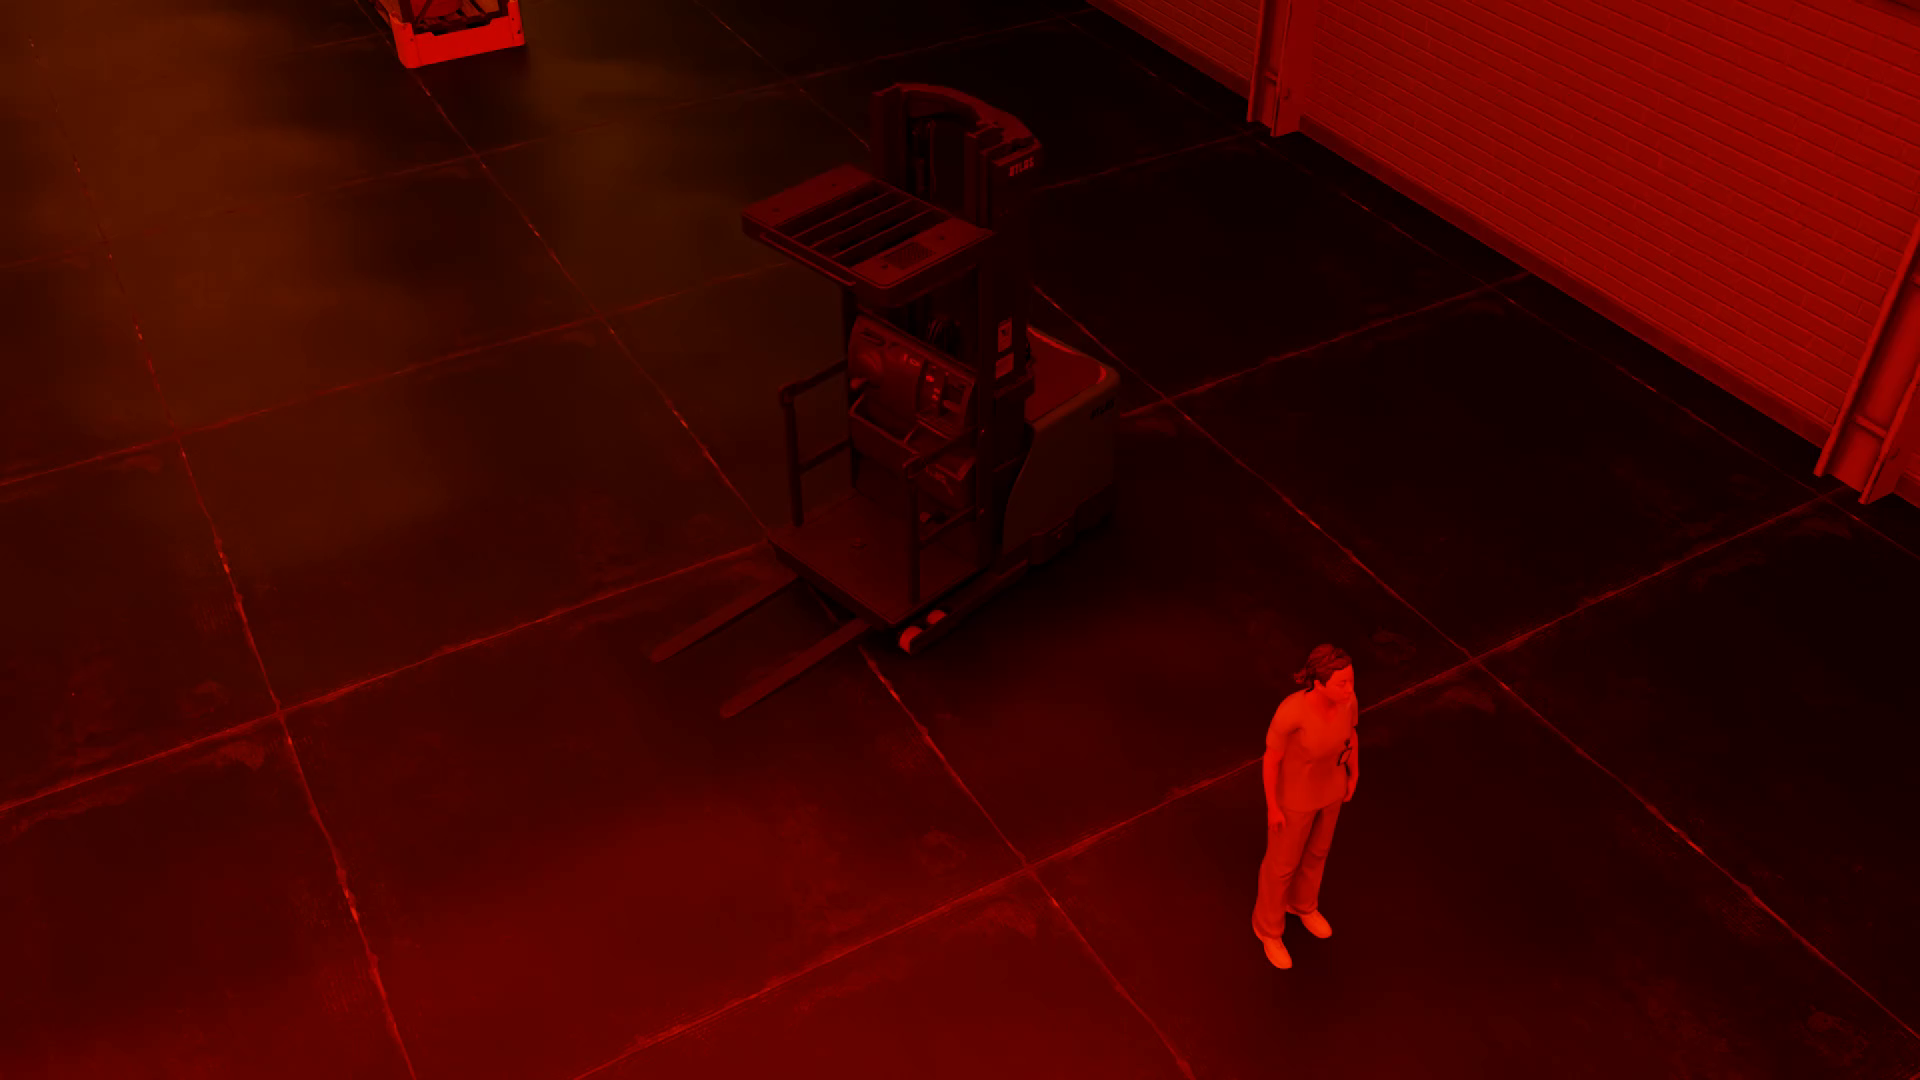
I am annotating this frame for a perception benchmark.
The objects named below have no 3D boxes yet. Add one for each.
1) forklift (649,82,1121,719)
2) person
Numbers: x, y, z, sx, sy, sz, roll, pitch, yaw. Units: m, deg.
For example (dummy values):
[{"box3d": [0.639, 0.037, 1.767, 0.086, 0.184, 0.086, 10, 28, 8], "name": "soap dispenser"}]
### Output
[{"box3d": [-0.423, -0.843, 9.053, 1.130, 2.935, 3.031, 32, 49, 33], "name": "forklift"}, {"box3d": [1.623, 1.192, 7.583, 0.527, 1.683, 0.518, -19, 43, -21], "name": "person"}]
